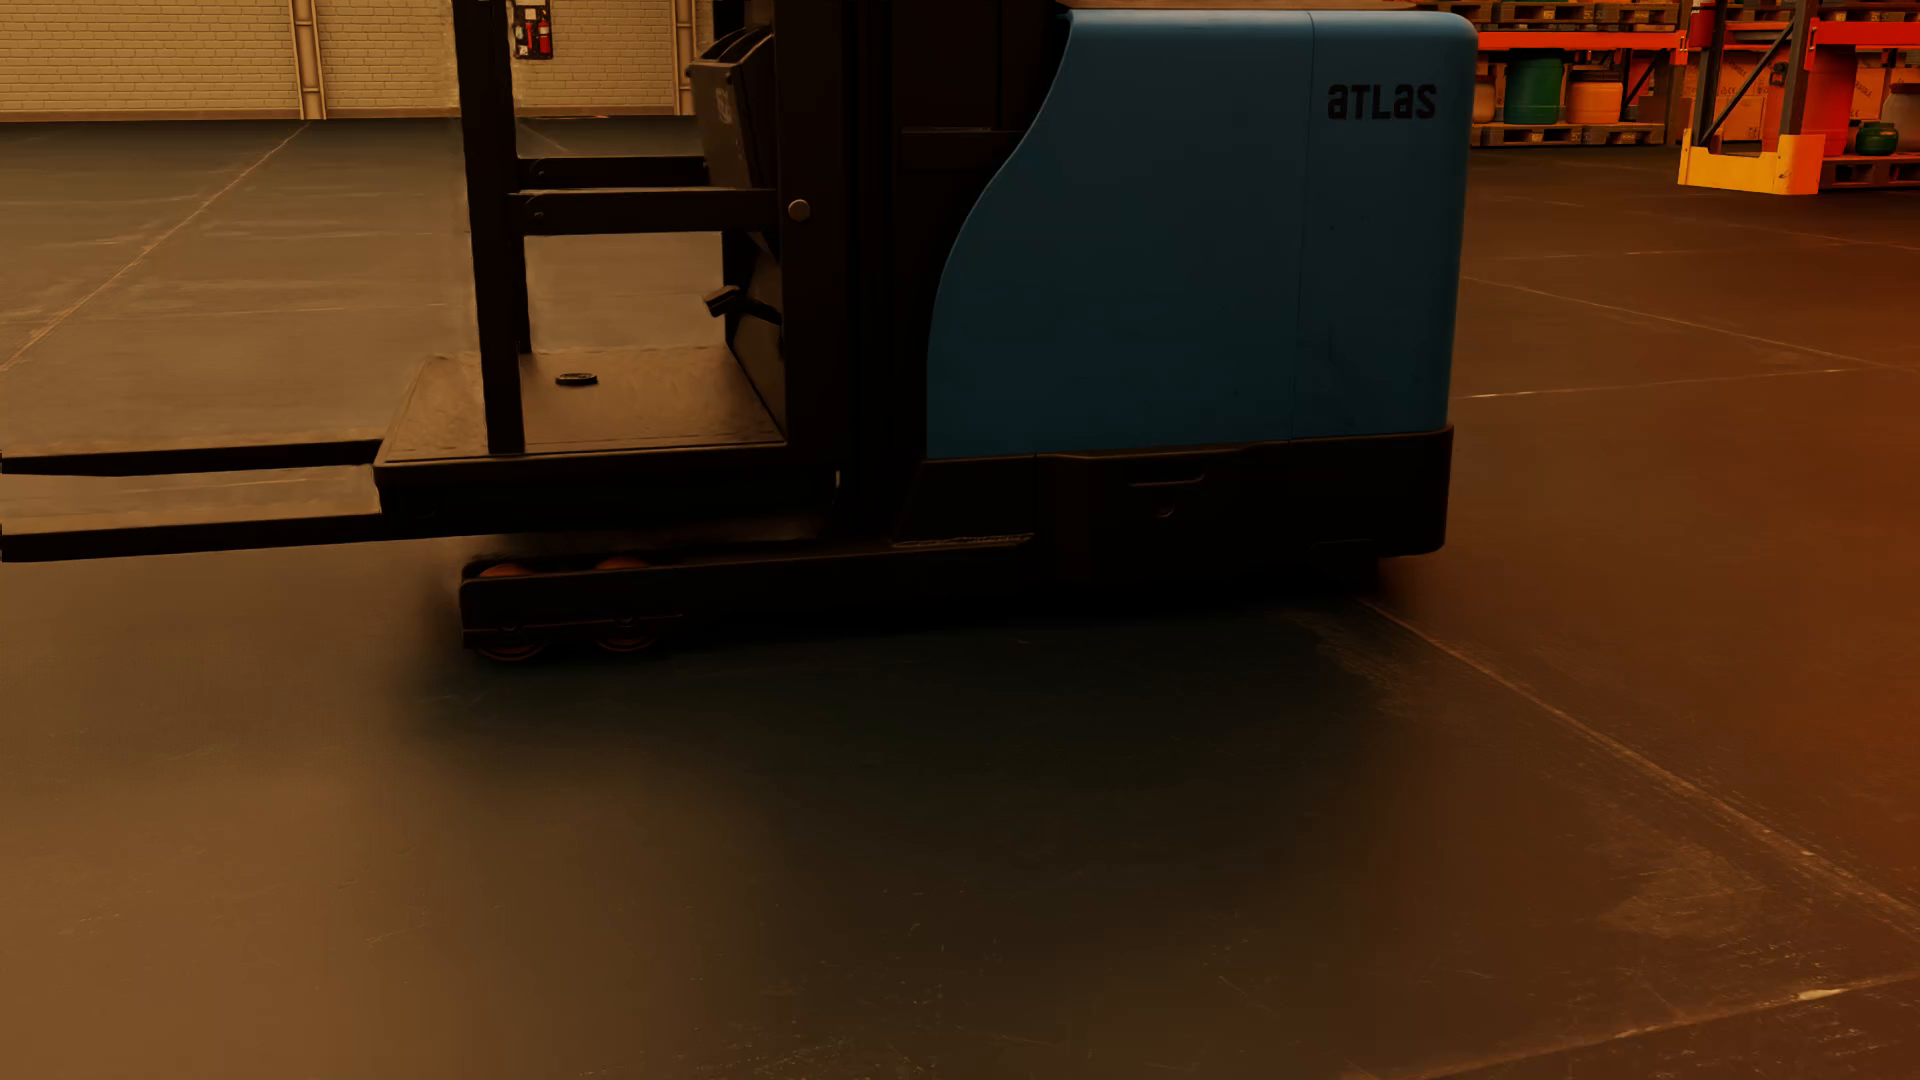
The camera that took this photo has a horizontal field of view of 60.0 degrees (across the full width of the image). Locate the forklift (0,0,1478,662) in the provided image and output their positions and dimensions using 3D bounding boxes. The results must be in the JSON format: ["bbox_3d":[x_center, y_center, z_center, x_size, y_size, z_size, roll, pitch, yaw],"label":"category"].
[{"bbox_3d":[-0.615,-1.361,2.997,3.031,2.935,1.130,-4,17,-13],"label":"forklift"}]
